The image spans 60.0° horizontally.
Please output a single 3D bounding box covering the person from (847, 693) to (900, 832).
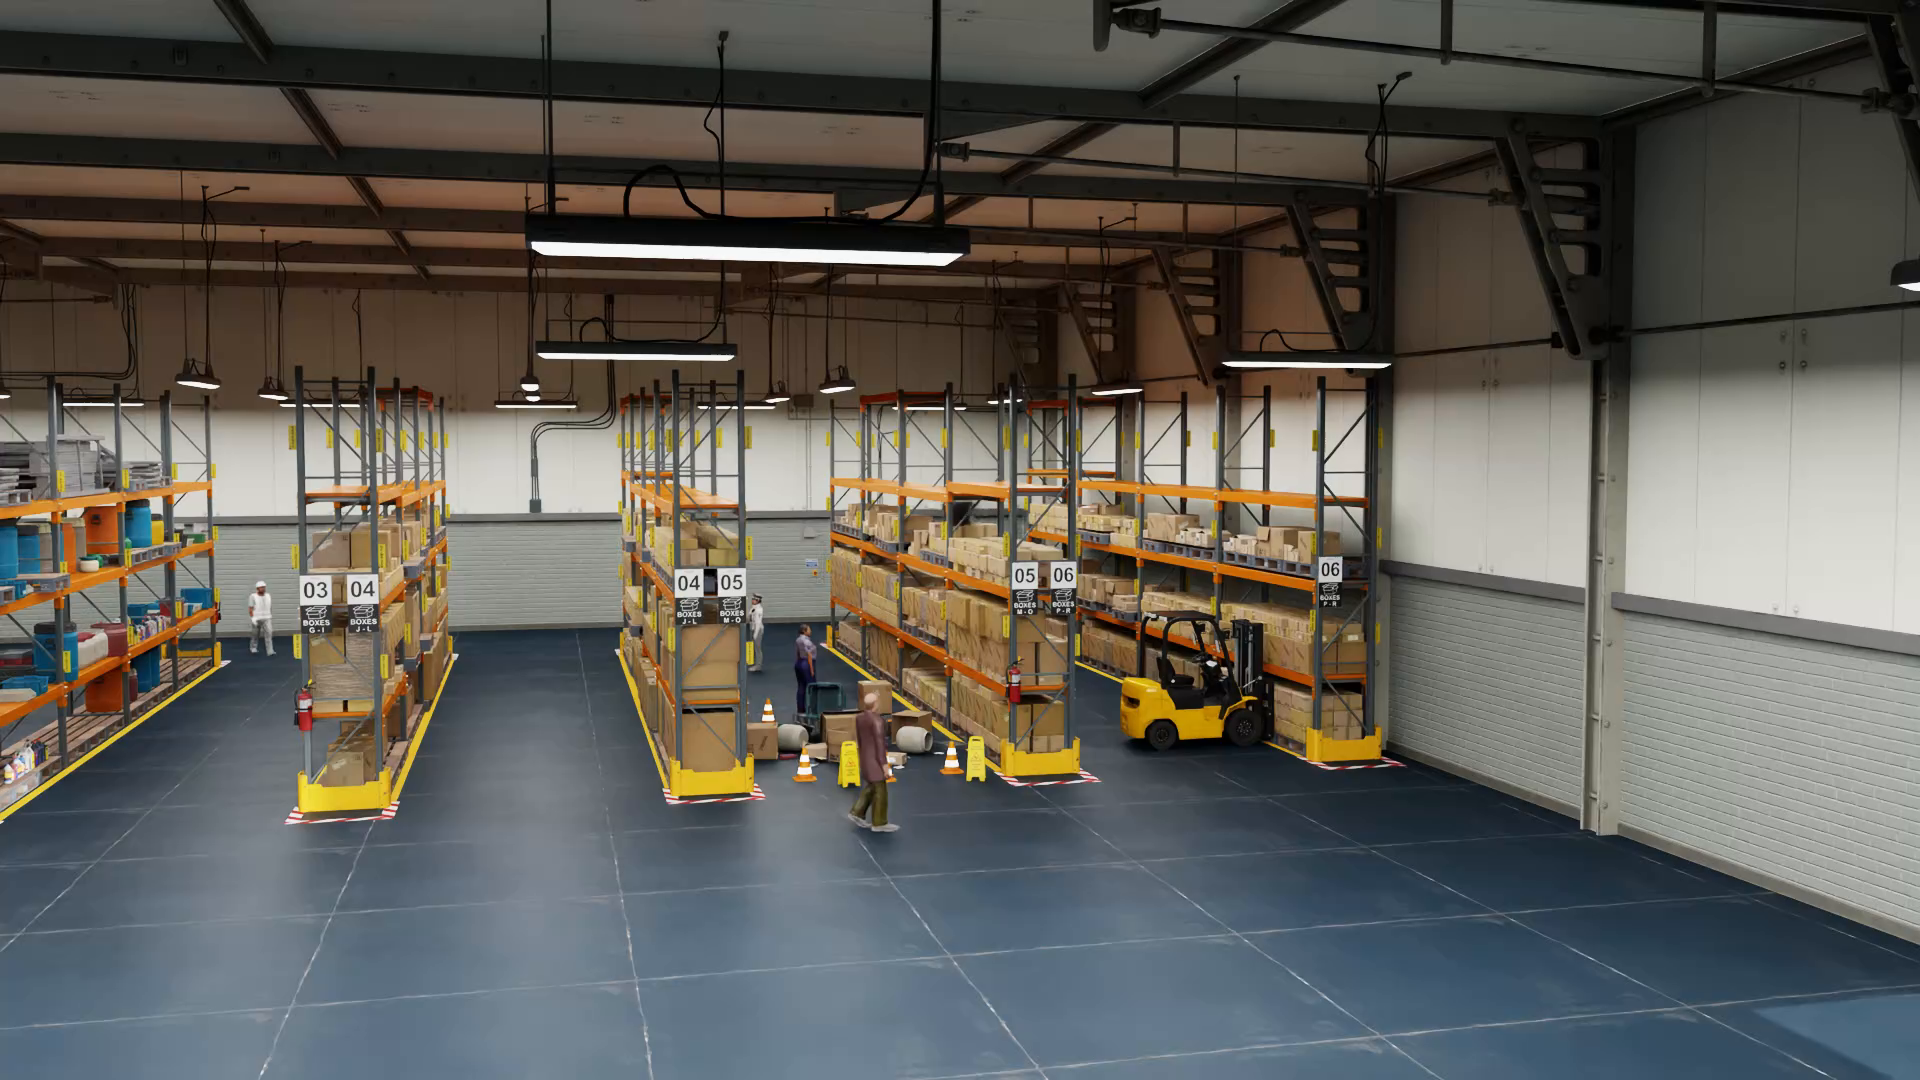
[{"bbox_3d":[-1.105,2.853,21.365,0.596,1.799,0.661,-2,4,-25],"label":"person"}]

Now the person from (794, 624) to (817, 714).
[{"bbox_3d":[-2.809,2.355,30.436,0.377,1.646,0.533,-2,4,-36],"label":"person"}]

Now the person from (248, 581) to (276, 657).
[{"bbox_3d":[-16.168,1.826,38.474,0.548,1.739,1.082,-3,4,-37],"label":"person"}]

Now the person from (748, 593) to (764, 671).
[{"bbox_3d":[-4.464,2.008,36.225,0.365,1.715,0.553,-1,4,-20],"label":"person"}]
